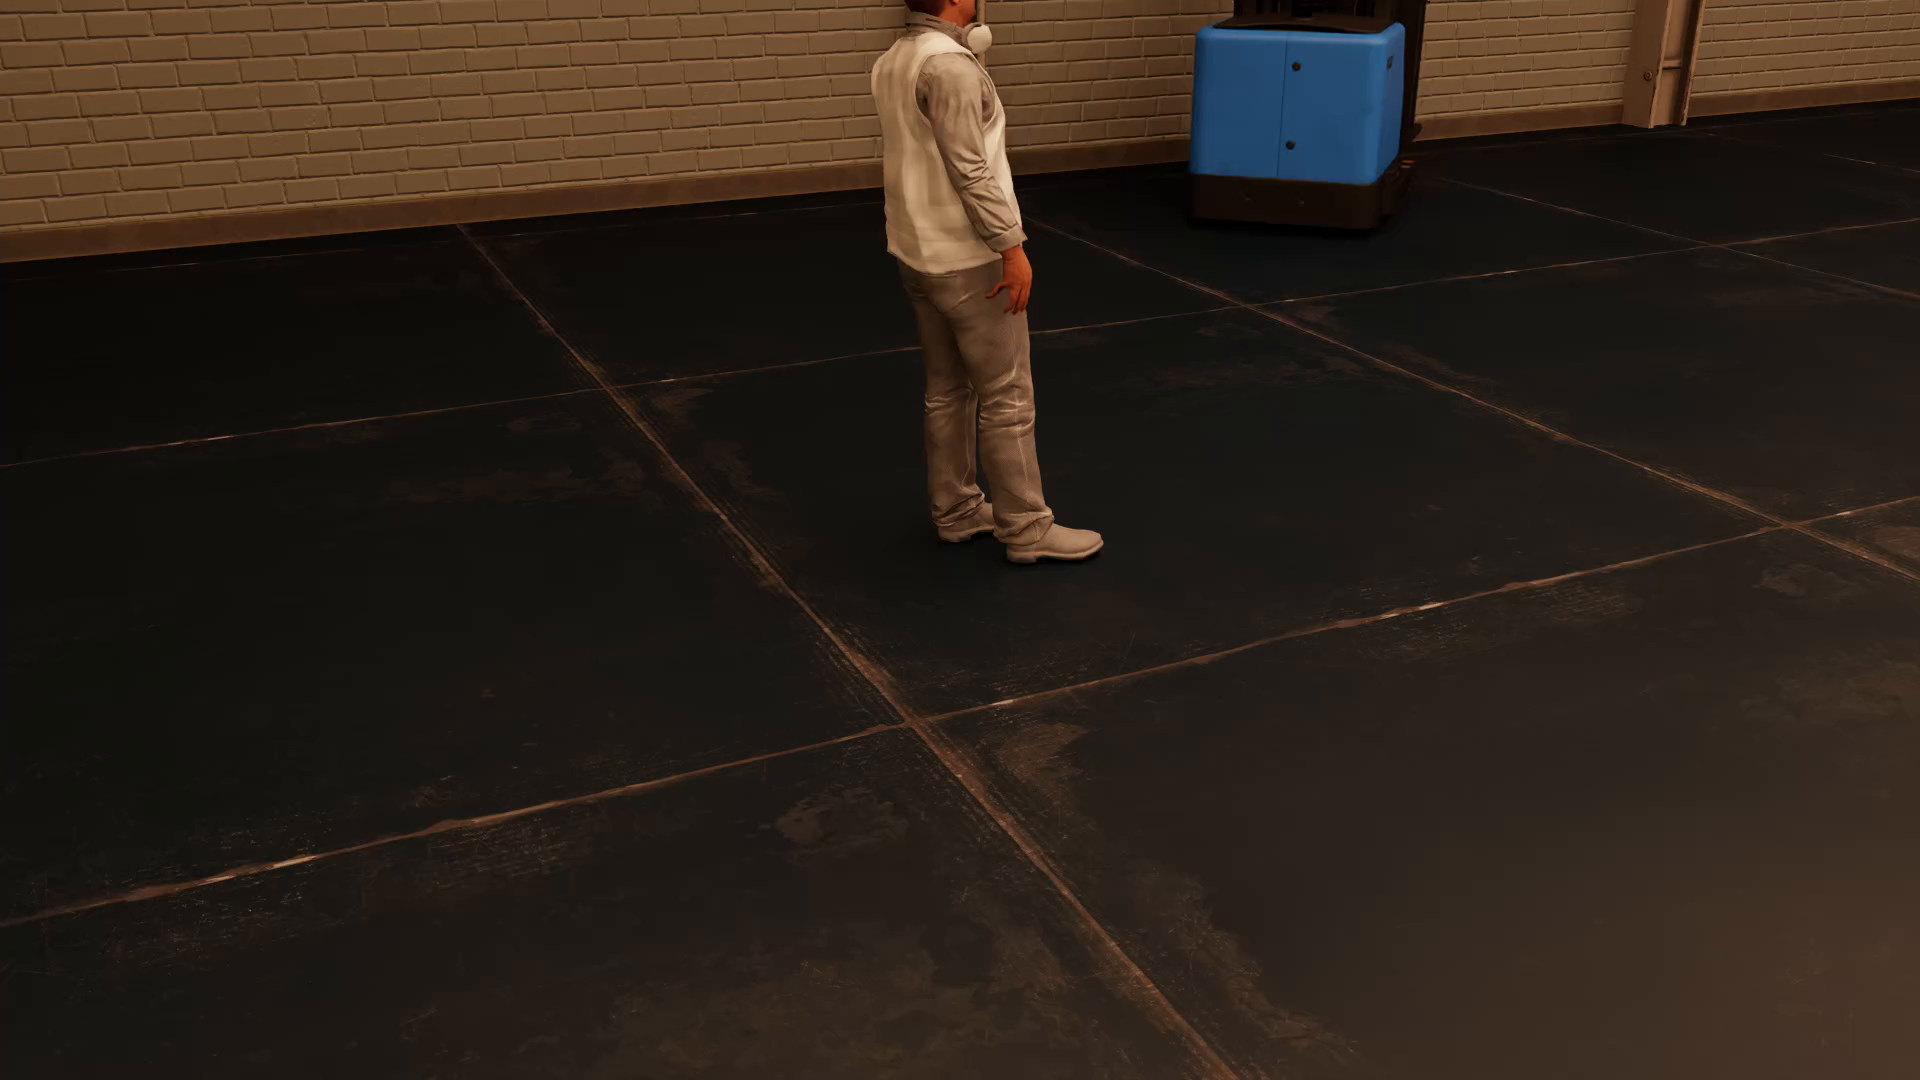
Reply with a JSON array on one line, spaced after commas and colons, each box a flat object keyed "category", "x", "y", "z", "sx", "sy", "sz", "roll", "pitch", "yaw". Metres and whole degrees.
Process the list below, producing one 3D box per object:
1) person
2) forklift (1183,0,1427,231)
[{"category": "person", "x": 0.060, "y": -0.834, "z": 4.782, "sx": 0.566, "sy": 1.775, "sz": 0.634, "roll": -10, "pitch": 25, "yaw": -23}, {"category": "forklift", "x": 2.246, "y": -3.557, "z": 9.848, "sx": 1.130, "sy": 2.935, "sz": 3.031, "roll": 8, "pitch": 24, "yaw": 19}]
